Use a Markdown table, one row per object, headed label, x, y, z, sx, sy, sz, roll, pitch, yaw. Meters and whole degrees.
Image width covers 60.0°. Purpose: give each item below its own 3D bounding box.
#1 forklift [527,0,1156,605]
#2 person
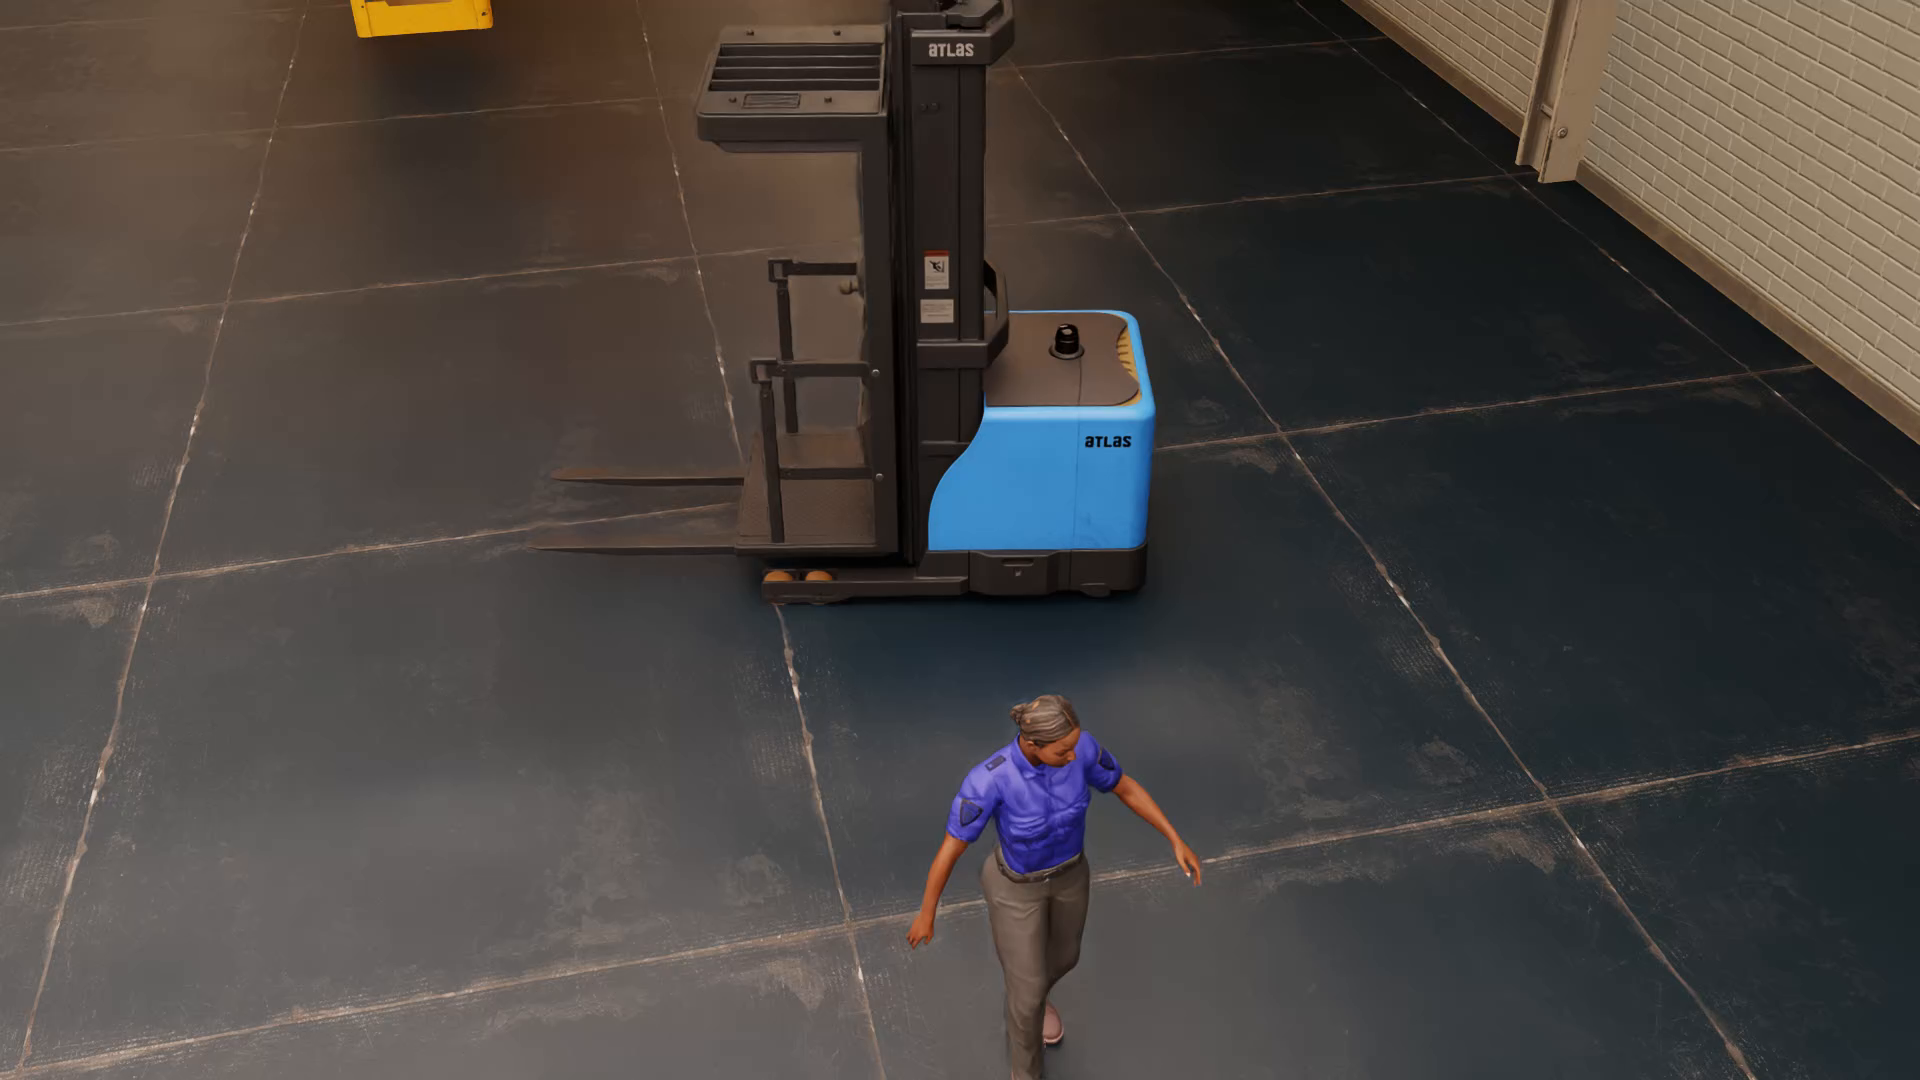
| label | x | y | z | sx | sy | sz | roll | pitch | yaw |
| --- | --- | --- | --- | --- | --- | --- | --- | --- | --- |
| forklift | -0.610 | -1.183 | 7.694 | 3.031 | 2.935 | 1.130 | 0 | 36 | -1 |
| person | 0.279 | 1.221 | 5.524 | 0.915 | 1.663 | 0.614 | -17 | 39 | -22 |
